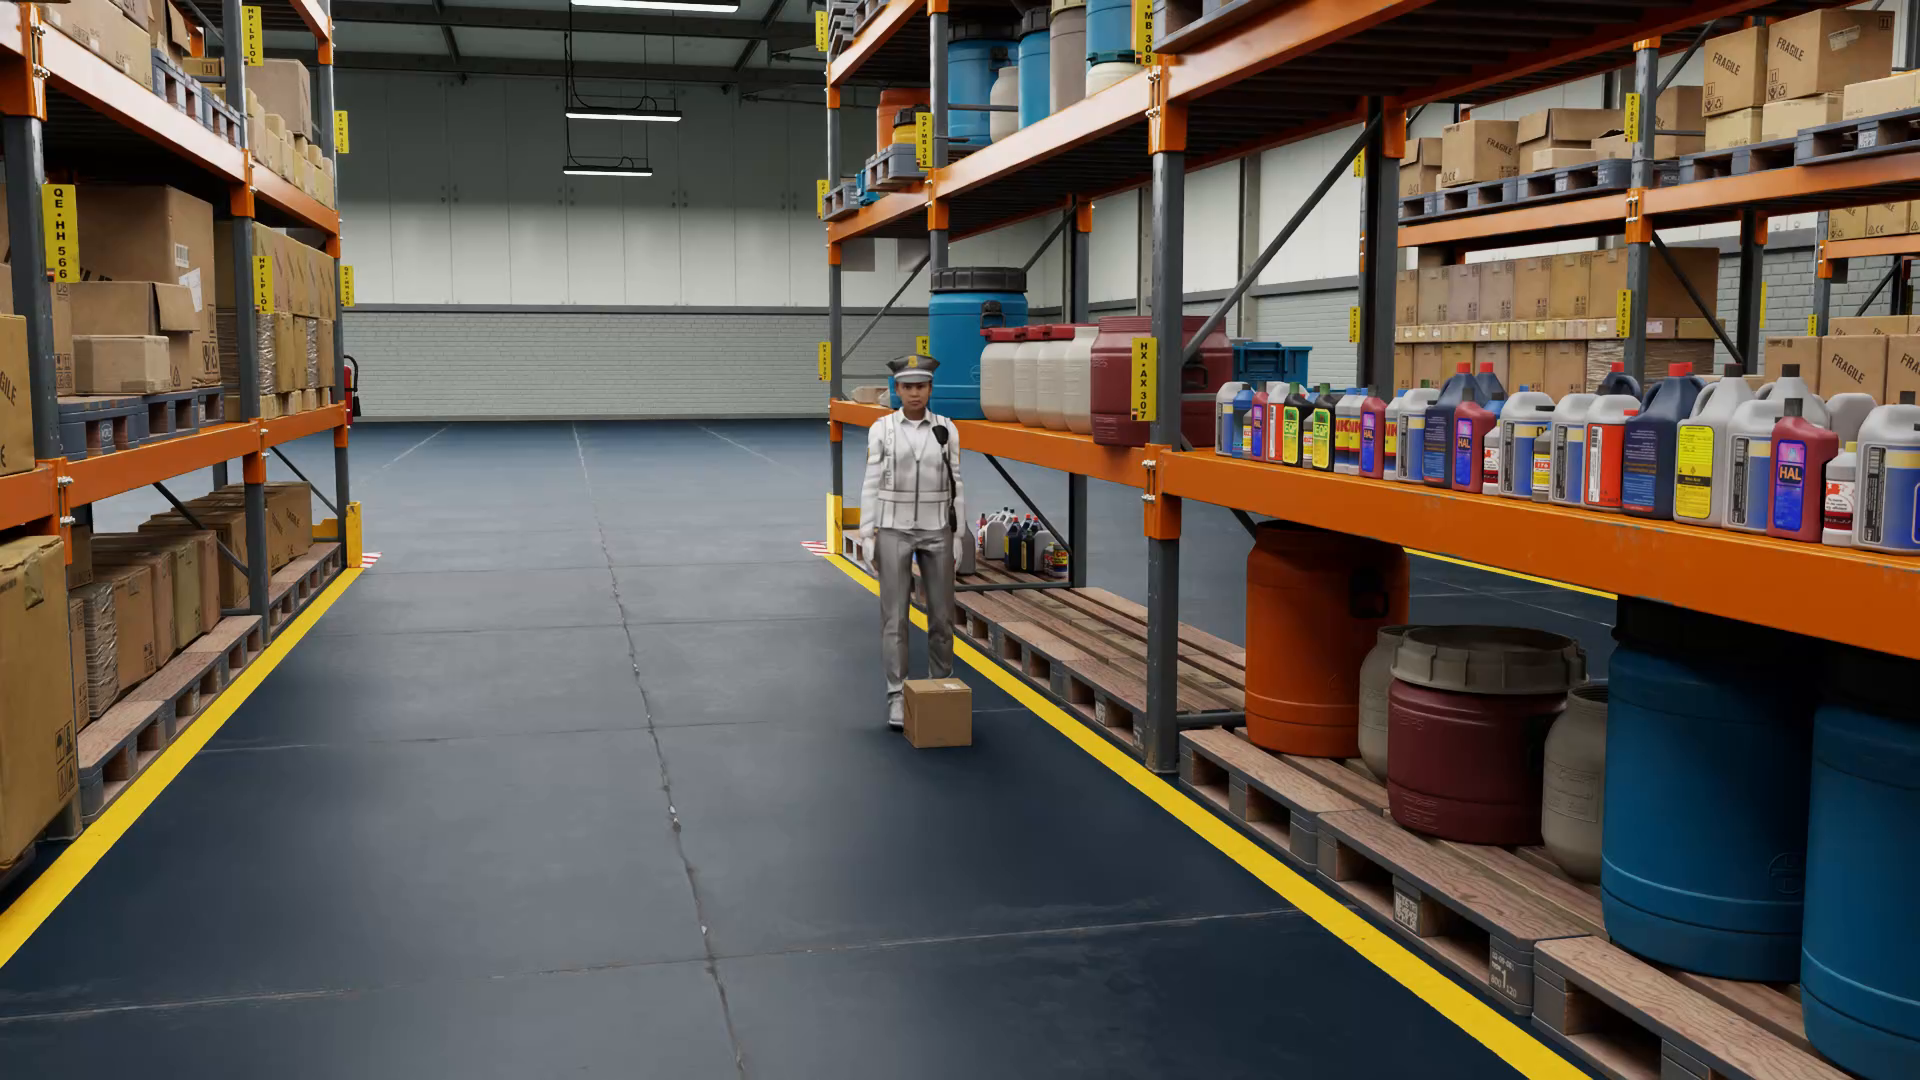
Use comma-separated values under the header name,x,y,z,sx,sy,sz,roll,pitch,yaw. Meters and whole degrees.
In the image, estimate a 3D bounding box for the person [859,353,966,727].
name,x,y,z,sx,sy,sz,roll,pitch,yaw
person,-0.215,-0.003,7.632,0.501,1.698,0.542,-1,6,-7
